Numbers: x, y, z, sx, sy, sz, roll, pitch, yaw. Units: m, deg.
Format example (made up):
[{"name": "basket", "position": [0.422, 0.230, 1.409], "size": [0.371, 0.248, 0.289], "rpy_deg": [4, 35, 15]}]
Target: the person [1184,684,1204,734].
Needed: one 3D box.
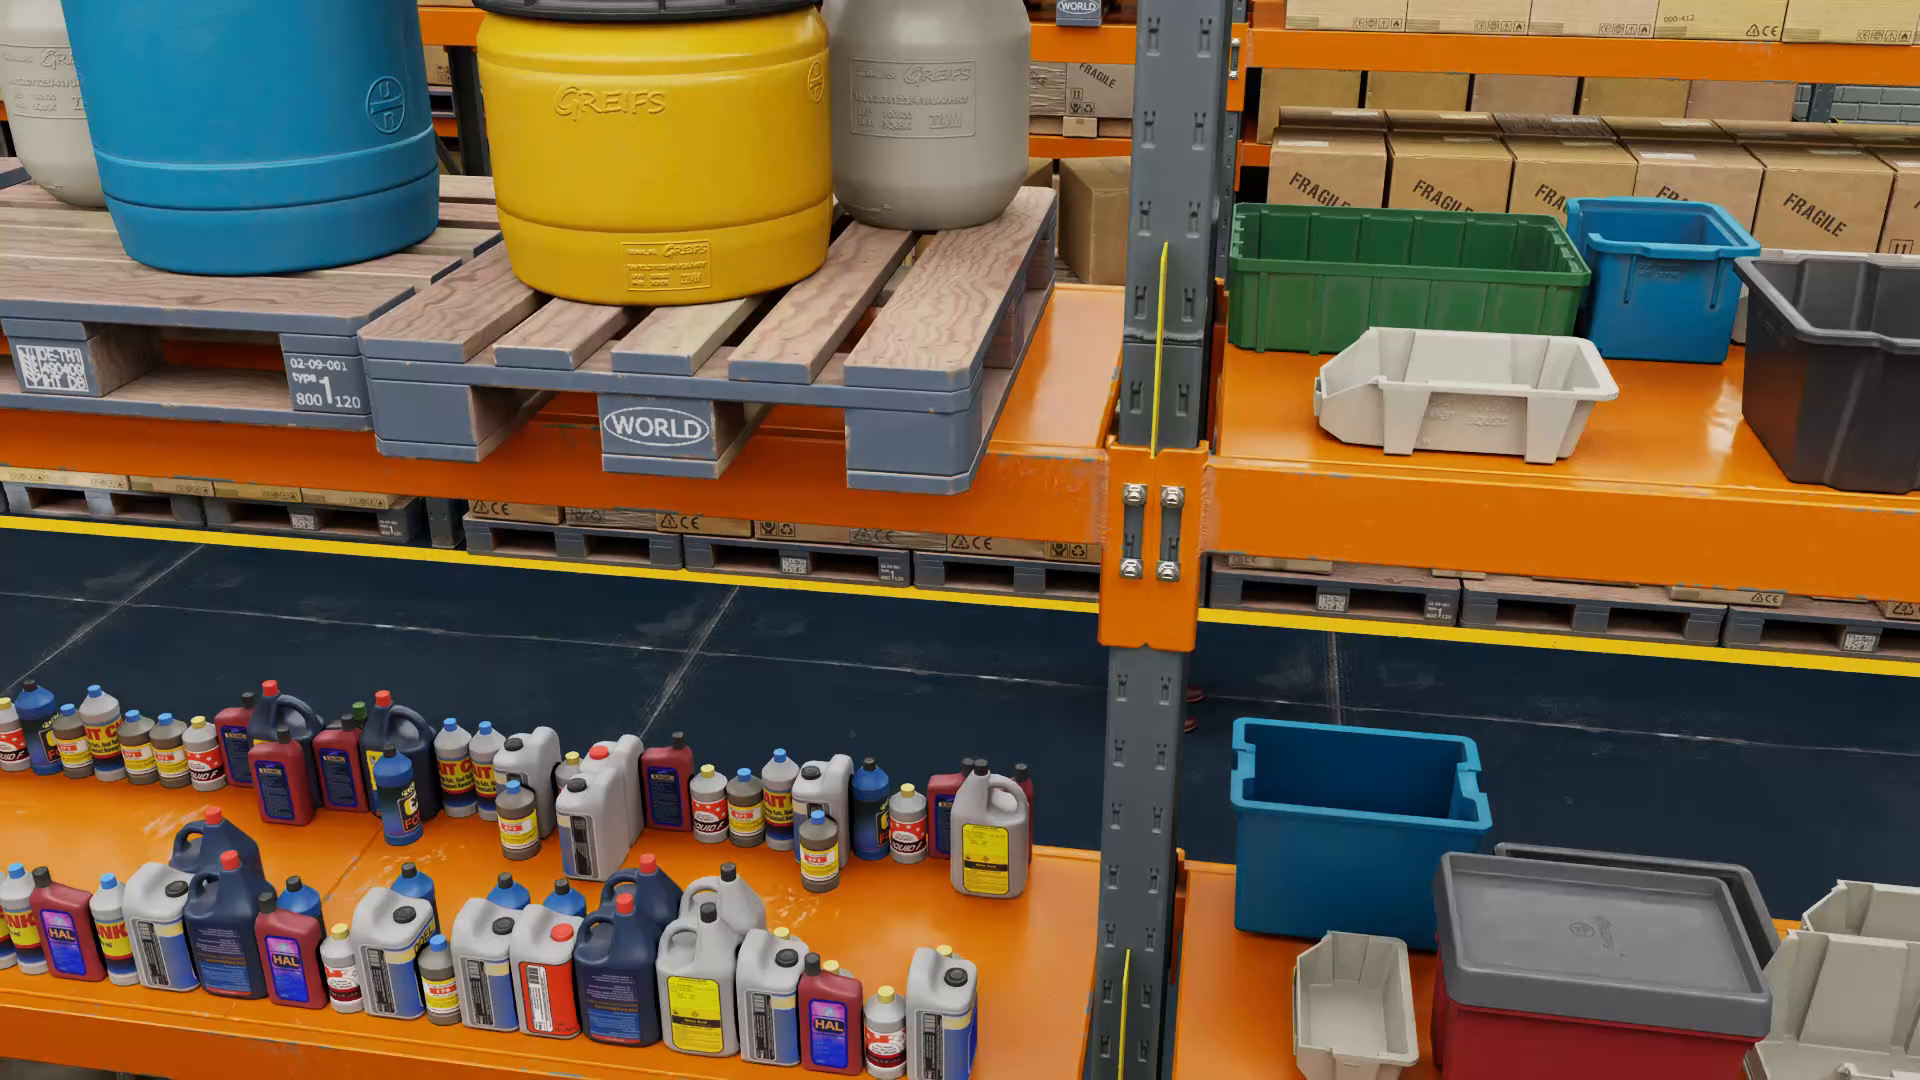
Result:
[{"name": "person", "position": [0.949, 0.023, 7.090], "size": [0.520, 1.639, 0.453], "rpy_deg": [1, 25, 3]}]
